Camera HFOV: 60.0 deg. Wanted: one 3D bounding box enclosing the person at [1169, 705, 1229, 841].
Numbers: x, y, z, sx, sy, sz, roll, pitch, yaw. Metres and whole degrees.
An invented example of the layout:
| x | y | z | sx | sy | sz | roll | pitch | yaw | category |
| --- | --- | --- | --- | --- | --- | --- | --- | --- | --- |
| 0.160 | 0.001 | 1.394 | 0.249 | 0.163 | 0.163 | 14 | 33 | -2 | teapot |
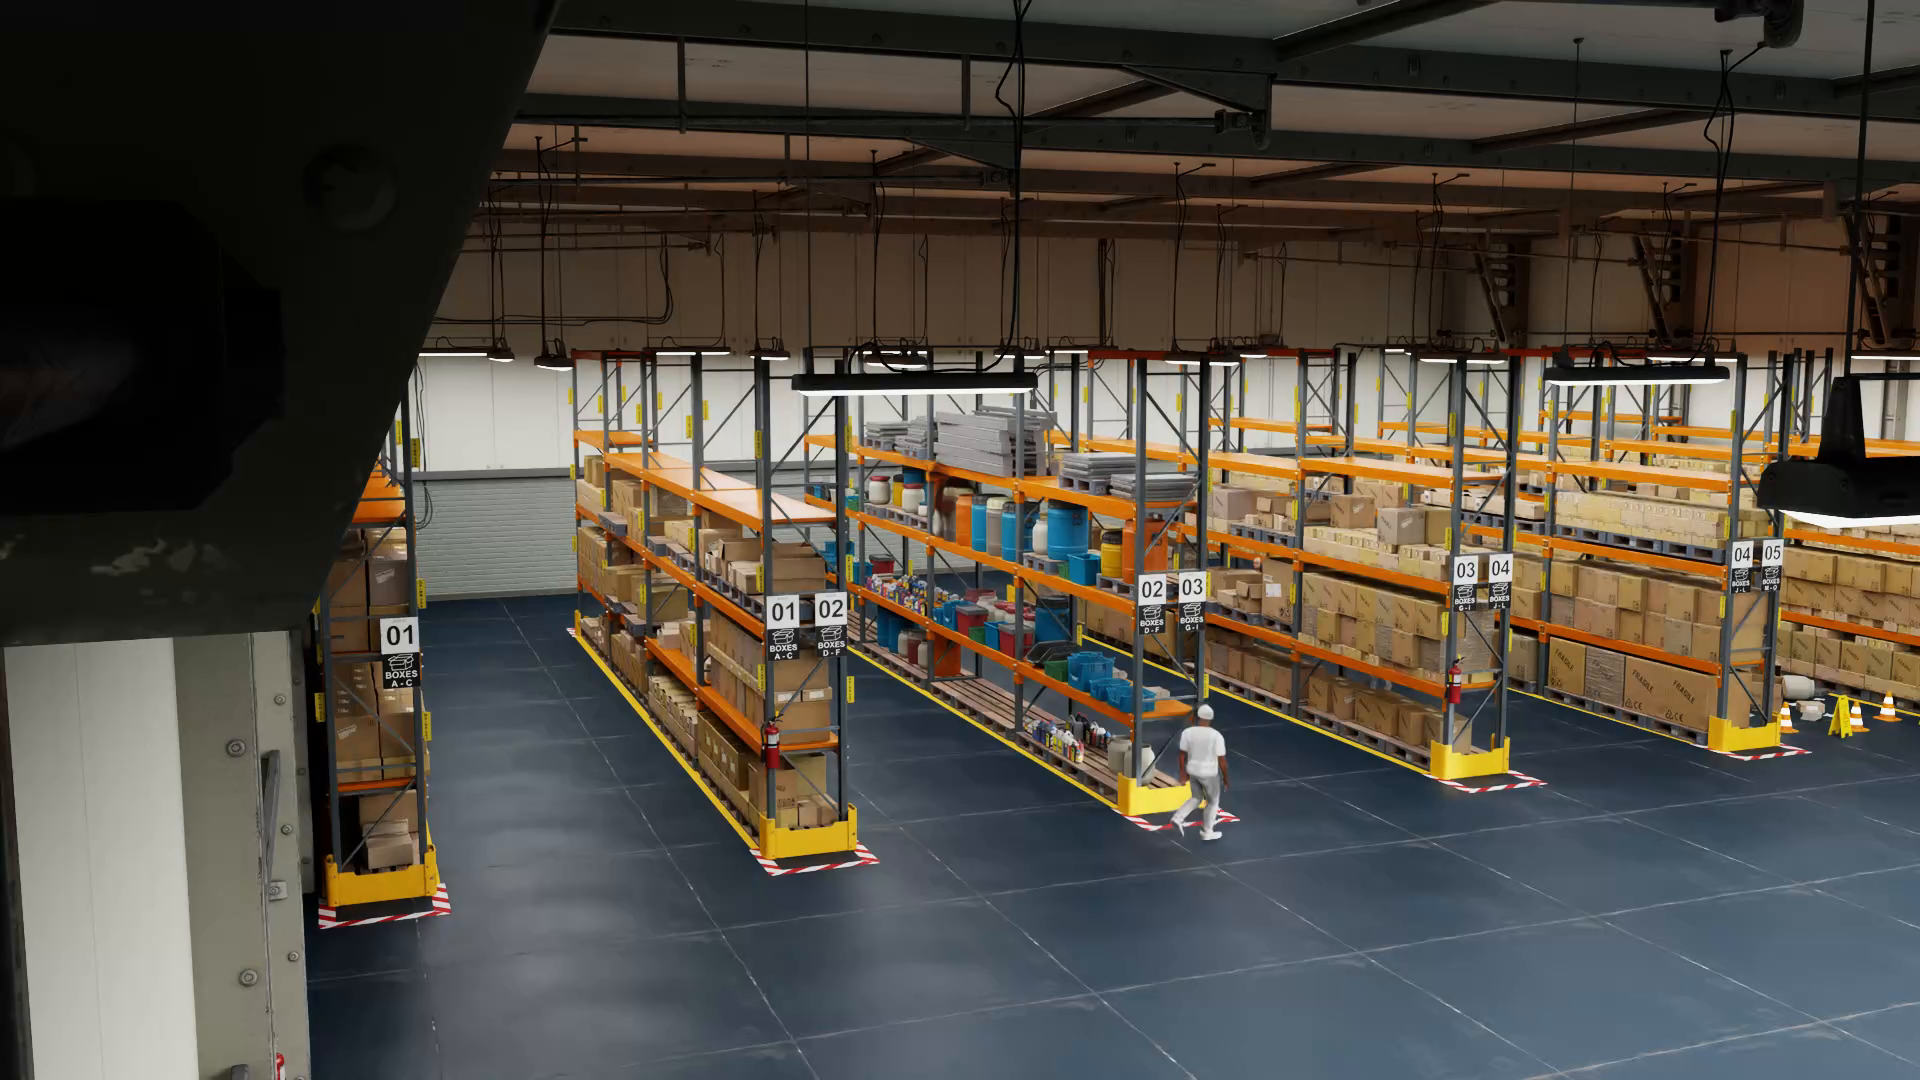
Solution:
| x | y | z | sx | sy | sz | roll | pitch | yaw | category |
| --- | --- | --- | --- | --- | --- | --- | --- | --- | --- |
| 3.001 | 2.907 | 20.623 | 0.720 | 1.740 | 0.548 | -5 | 9 | -36 | person |

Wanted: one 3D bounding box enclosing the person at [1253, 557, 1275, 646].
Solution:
| x | y | z | sx | sy | sz | roll | pitch | yaw | category |
| --- | --- | --- | --- | --- | --- | --- | --- | --- | --- |
| 6.027 | 1.234 | 33.836 | 0.714 | 1.749 | 0.986 | -3 | 8 | -21 | person |

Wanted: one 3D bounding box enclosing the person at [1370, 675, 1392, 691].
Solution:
| x | y | z | sx | sy | sz | roll | pitch | yaw | category |
| --- | --- | --- | --- | --- | --- | --- | --- | --- | --- |
| 7.384 | 1.870 | 29.127 | 0.397 | 1.698 | 0.519 | -7 | 10 | -43 | person |
